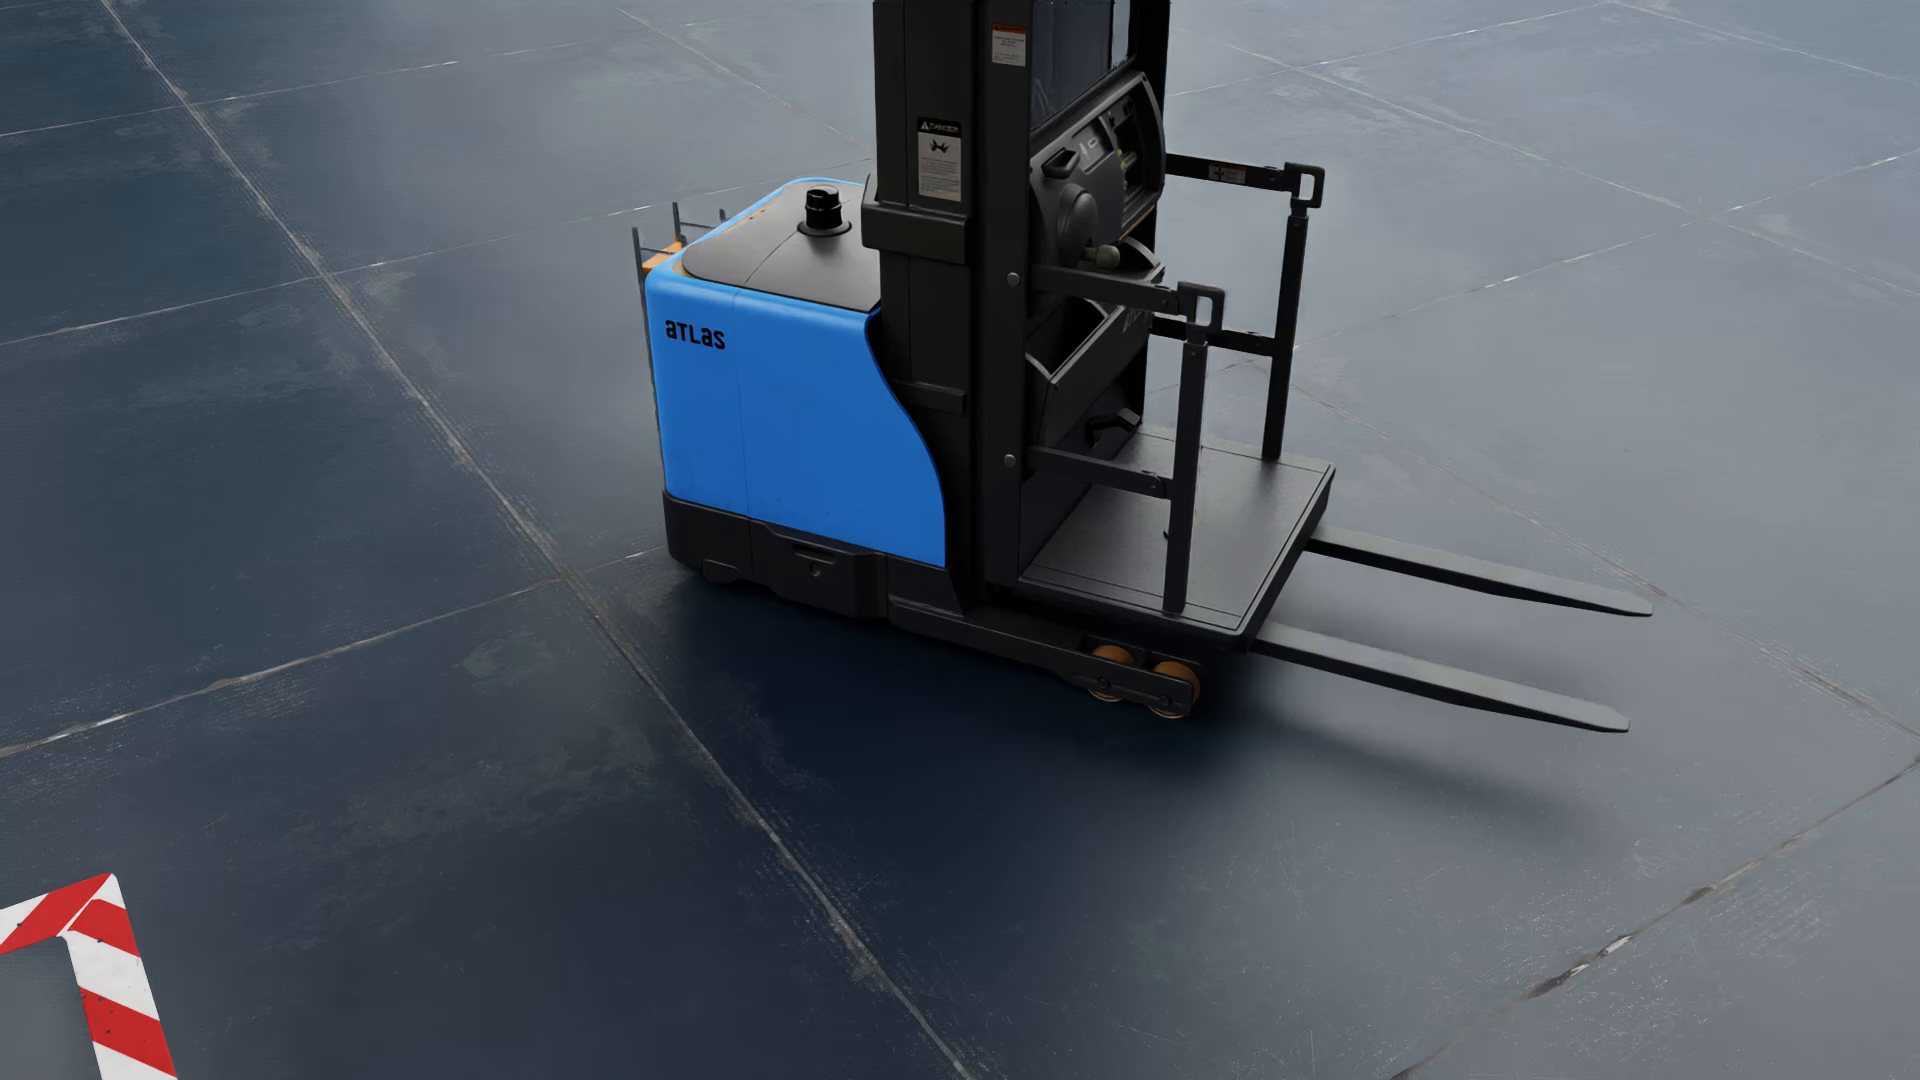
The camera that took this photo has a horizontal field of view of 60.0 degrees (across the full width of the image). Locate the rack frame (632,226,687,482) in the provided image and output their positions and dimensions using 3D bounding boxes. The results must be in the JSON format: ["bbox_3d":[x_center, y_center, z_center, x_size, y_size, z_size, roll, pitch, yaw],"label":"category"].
[{"bbox_3d":[-0.962,-0.549,5.633,0.200,1.050,0.008,12,34,20],"label":"rack frame"}]

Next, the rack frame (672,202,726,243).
[{"bbox_3d":[-0.864,-0.669,5.822,0.200,1.050,0.008,12,34,20],"label":"rack frame"}]

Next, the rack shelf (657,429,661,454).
[{"bbox_3d":[-0.908,-0.364,5.879,0.215,0.259,0.240,12,34,20],"label":"rack shelf"}]

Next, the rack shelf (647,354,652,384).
[{"bbox_3d":[-0.913,-0.600,5.733,0.215,0.259,0.240,12,34,20],"label":"rack shelf"}]

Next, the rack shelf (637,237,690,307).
[{"bbox_3d":[-0.918,-0.841,5.583,0.215,0.259,0.240,12,34,20],"label":"rack shelf"}]

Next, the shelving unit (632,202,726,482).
[{"bbox_3d":[-0.913,-0.609,5.727,0.215,1.050,0.252,12,34,20],"label":"shelving unit"}]

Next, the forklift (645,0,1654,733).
[{"bbox_3d":[0.582,-1.036,4.645,3.031,2.935,1.130,14,35,21],"label":"forklift"}]
